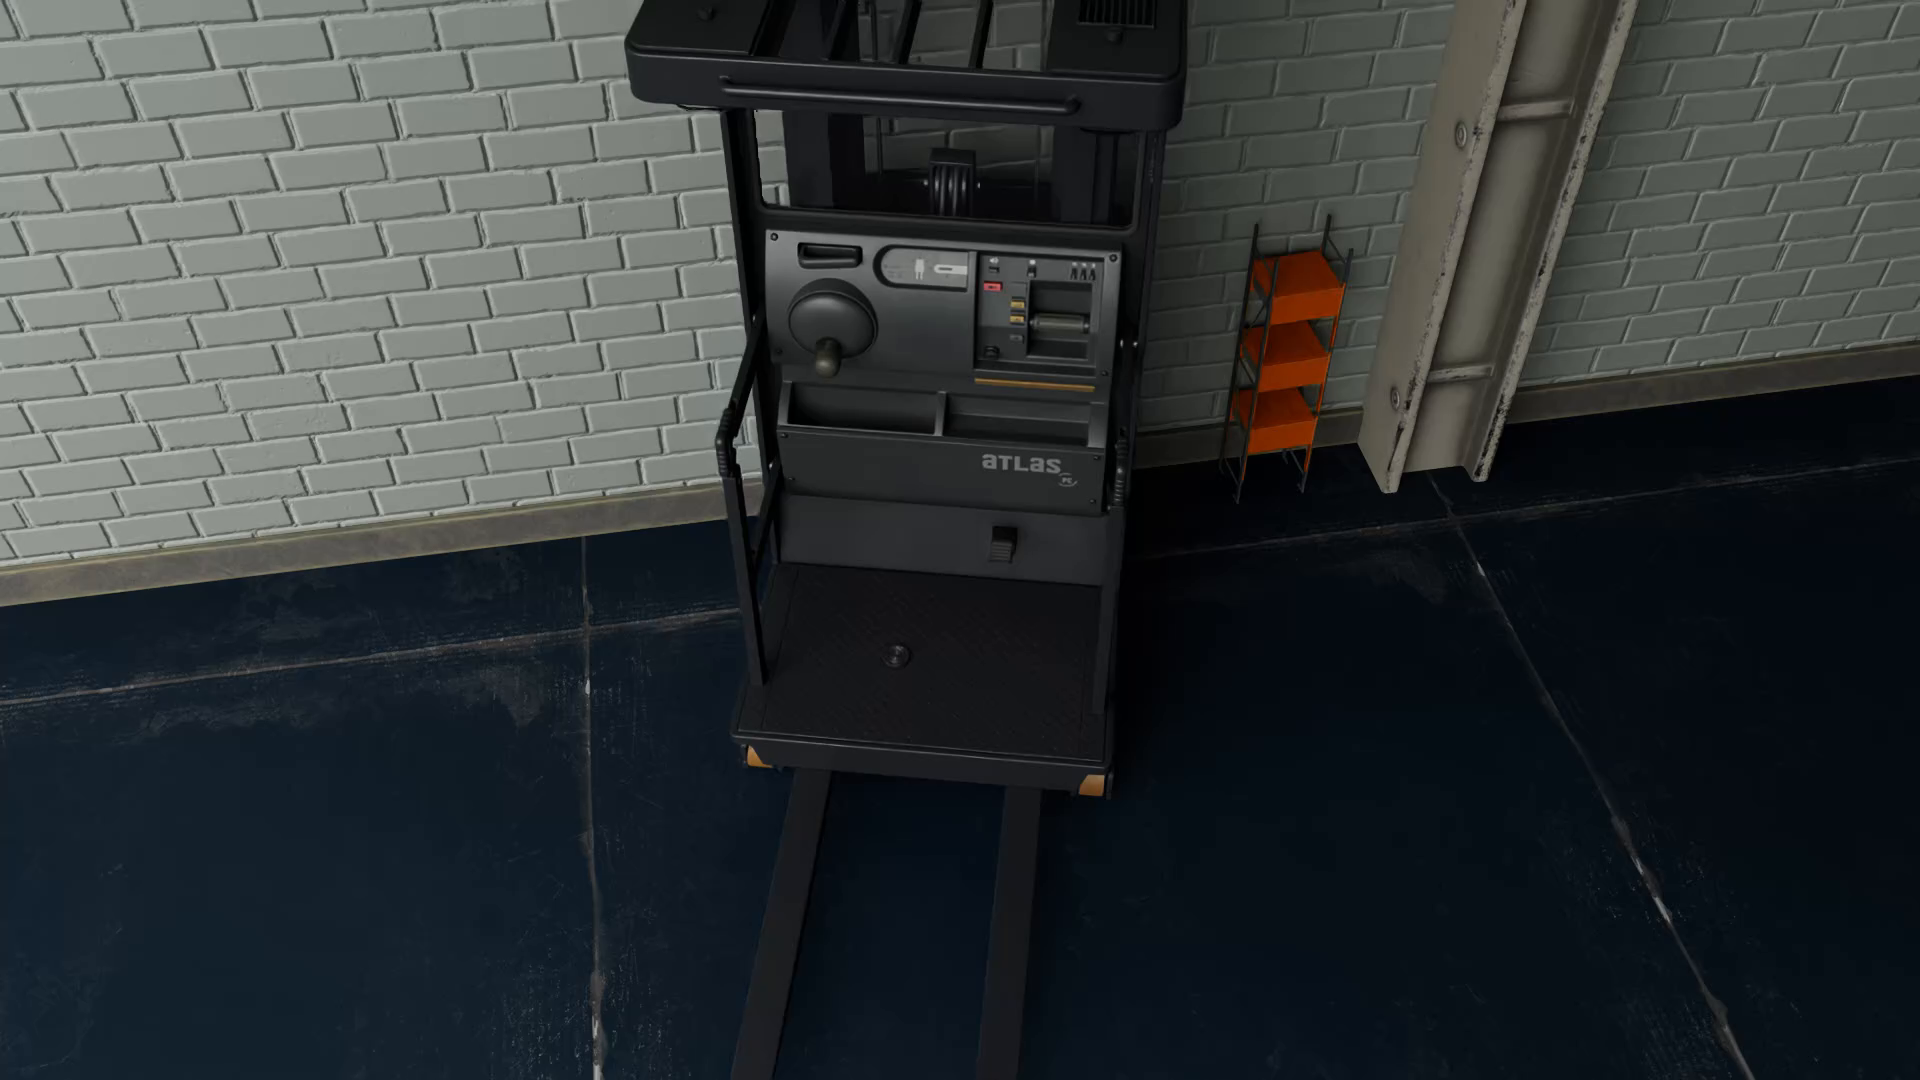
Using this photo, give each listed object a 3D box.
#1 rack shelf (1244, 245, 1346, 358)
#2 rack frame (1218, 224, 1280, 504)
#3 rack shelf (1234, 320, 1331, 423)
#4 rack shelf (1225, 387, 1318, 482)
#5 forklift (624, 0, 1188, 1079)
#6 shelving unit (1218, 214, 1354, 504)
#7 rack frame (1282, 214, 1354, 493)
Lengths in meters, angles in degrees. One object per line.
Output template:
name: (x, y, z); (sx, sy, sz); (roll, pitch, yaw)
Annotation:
rack shelf: (1.077, -0.772, 5.386); (0.240, 0.259, 0.215); (-9, 47, -9)
rack frame: (0.958, -0.563, 5.563); (0.008, 1.050, 0.200); (-9, 47, -9)
rack shelf: (1.077, -0.575, 5.590); (0.240, 0.259, 0.215); (-9, 47, -9)
rack shelf: (1.077, -0.383, 5.790); (0.240, 0.259, 0.215); (-9, 47, -9)
forklift: (-0.068, -0.513, 4.209); (1.130, 2.935, 3.031); (4, 46, 4)
shelving unit: (1.077, -0.583, 5.582); (0.252, 1.050, 0.215); (-9, 47, -9)
rack frame: (1.195, -0.603, 5.602); (0.008, 1.050, 0.200); (-9, 47, -9)
